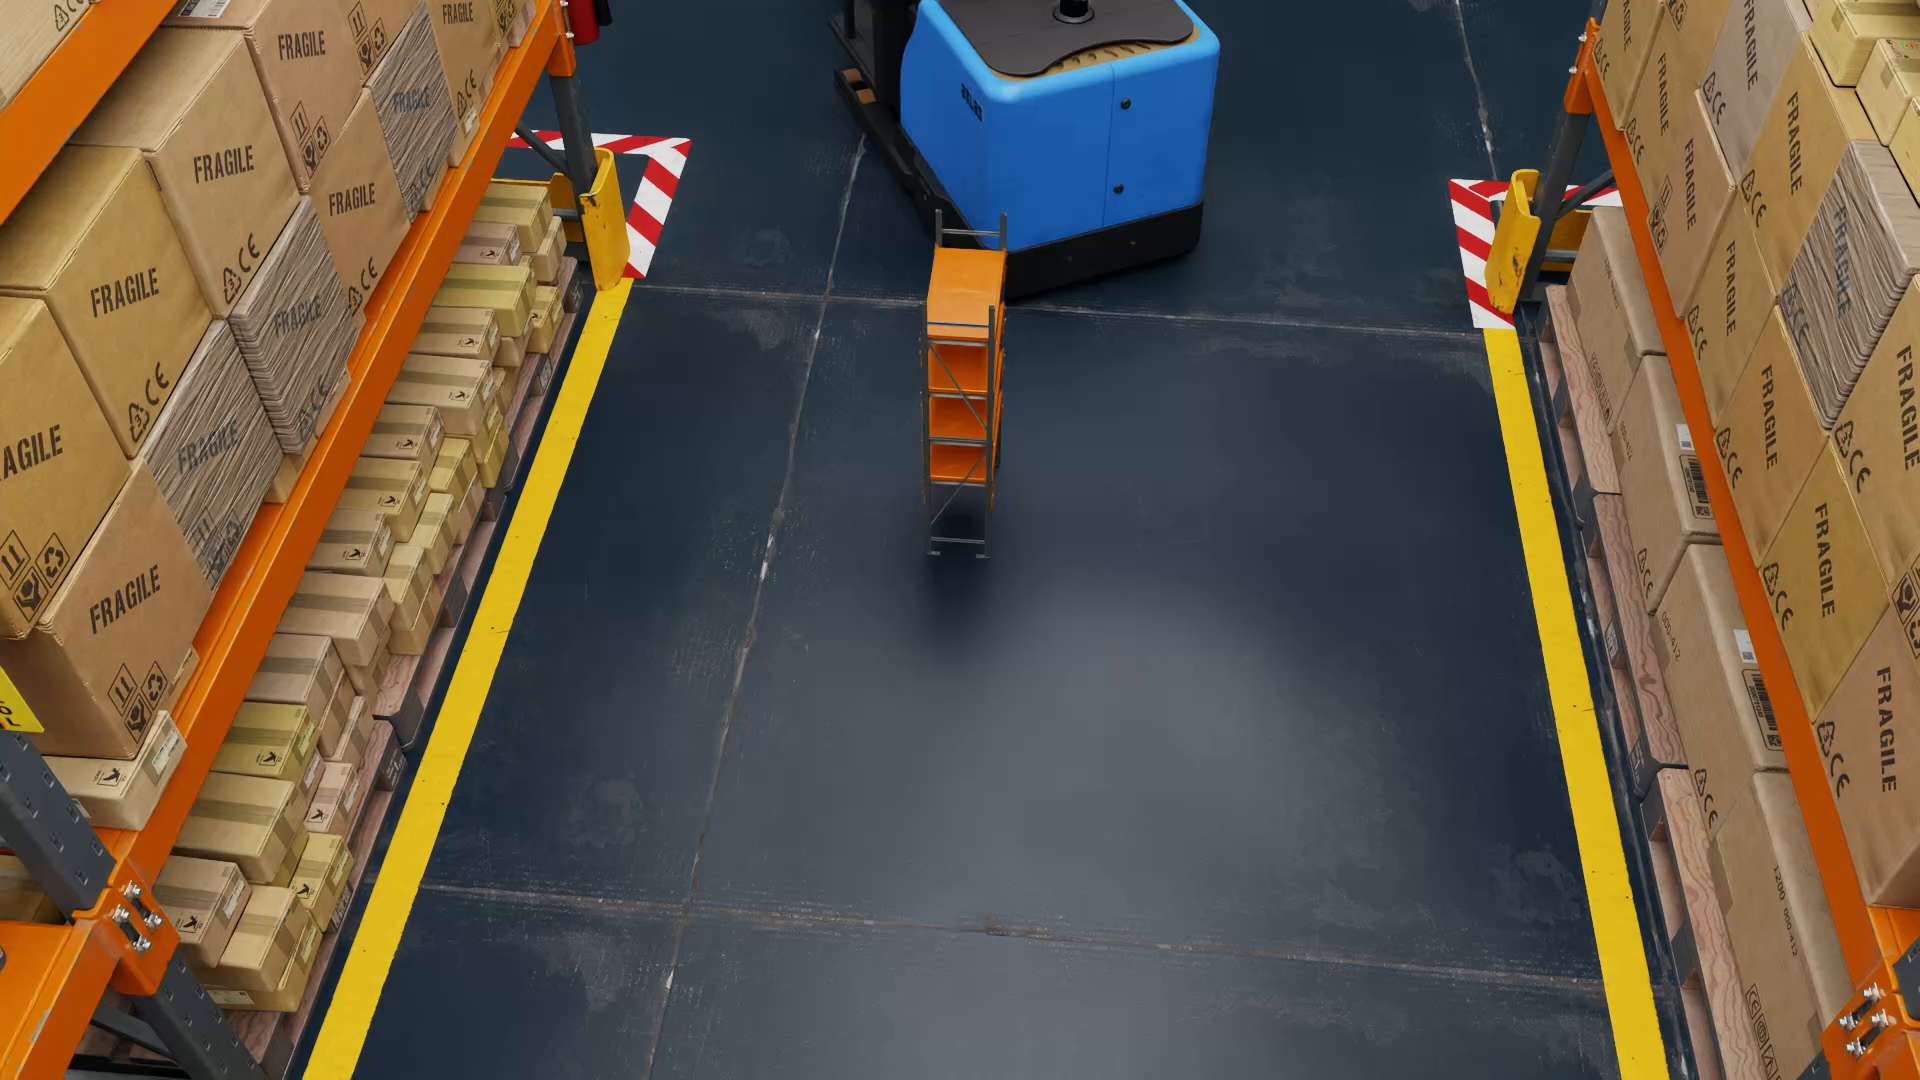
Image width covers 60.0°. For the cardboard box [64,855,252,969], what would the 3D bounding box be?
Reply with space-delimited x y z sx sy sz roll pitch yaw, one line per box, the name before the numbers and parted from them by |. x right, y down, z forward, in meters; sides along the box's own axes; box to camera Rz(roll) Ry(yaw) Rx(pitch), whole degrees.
cardboard box | -2.185 1.004 4.543 0.380 0.149 0.250 6 48 5

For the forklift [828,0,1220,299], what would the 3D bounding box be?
forklift | 0.032 -3.123 7.120 1.130 2.935 3.031 -17 50 -15

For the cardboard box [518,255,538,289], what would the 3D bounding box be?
cardboard box | -1.899 -1.000 6.577 0.380 0.149 0.250 3 48 3

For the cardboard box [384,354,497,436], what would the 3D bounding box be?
cardboard box | -1.886 -0.523 5.940 0.380 0.149 0.250 5 48 5

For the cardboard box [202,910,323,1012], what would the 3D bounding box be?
cardboard box | -2.069 1.199 4.768 0.380 0.149 0.250 2 48 2

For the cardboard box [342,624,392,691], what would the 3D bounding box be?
cardboard box | -2.075 0.327 5.364 0.380 0.149 0.250 6 48 5

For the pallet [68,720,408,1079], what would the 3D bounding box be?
pallet | -2.396 1.069 5.129 1.003 0.211 1.213 4 48 4

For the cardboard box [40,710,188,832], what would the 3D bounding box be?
cardboard box | -2.071 0.523 3.909 0.380 0.149 0.250 5 48 5

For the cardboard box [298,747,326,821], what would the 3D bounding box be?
cardboard box | -2.150 0.726 4.999 0.380 0.149 0.250 4 48 3

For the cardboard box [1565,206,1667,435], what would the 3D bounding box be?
cardboard box | 2.920 -0.842 6.439 0.875 0.438 0.875 2 48 2

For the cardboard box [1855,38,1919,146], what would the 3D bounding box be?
cardboard box | 2.414 -1.072 4.013 0.380 0.149 0.250 4 48 4

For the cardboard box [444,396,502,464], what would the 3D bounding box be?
cardboard box | -1.901 -0.425 6.052 0.380 0.149 0.250 5 48 4

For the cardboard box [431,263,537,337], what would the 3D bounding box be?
cardboard box | -1.831 -0.910 6.294 0.380 0.149 0.250 3 48 3

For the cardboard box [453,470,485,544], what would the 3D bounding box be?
cardboard box | -1.946 -0.136 5.989 0.380 0.149 0.250 5 48 4

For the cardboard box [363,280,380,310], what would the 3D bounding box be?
cardboard box | -2.019 -0.835 5.151 0.380 0.149 0.250 5 48 4

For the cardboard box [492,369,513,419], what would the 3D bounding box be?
cardboard box | -1.940 -0.528 6.347 0.380 0.149 0.250 4 48 4

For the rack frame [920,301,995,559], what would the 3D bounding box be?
rack frame | -0.007 -0.347 5.755 0.240 1.200 0.015 4 48 4

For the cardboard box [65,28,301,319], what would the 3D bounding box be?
cardboard box | -2.030 -0.913 4.105 0.500 0.500 0.500 5 48 4

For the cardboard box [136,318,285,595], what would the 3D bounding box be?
cardboard box | -2.088 -0.221 4.150 0.500 0.500 0.500 4 48 4

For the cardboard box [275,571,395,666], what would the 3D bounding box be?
cardboard box | -2.021 0.242 5.240 0.380 0.149 0.250 5 48 4

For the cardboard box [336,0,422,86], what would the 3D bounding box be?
cardboard box | -1.936 -1.679 4.806 0.500 0.500 0.500 6 48 5

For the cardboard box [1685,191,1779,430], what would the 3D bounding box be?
cardboard box | 2.440 -0.642 4.736 0.500 0.500 0.500 5 48 5

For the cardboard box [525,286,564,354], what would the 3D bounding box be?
cardboard box | -1.821 -0.898 6.686 0.380 0.149 0.250 5 48 5

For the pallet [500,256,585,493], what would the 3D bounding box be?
pallet | -2.174 -0.724 6.769 1.003 0.211 1.213 4 48 4

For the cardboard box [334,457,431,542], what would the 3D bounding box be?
cardboard box | -2.017 -0.142 5.591 0.380 0.149 0.250 4 48 4

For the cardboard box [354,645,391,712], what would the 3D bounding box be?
cardboard box | -2.111 0.427 5.474 0.380 0.149 0.250 2 48 2

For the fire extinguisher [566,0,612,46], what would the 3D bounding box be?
fire extinguisher | -1.575 -2.317 6.642 0.296 0.674 0.183 4 48 4

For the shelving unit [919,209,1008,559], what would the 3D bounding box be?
shelving unit | 0.015 -0.527 5.918 0.258 1.200 0.503 4 48 4

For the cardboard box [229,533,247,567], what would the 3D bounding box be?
cardboard box | -2.118 -0.071 4.452 0.380 0.149 0.250 2 48 2

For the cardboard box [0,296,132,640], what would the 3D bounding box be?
cardboard box | -2.138 -0.163 3.419 0.500 0.500 0.500 5 48 4

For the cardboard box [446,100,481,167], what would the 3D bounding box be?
cardboard box | -1.874 -1.417 5.684 0.380 0.149 0.250 5 48 5

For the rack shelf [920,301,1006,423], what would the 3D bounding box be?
rack shelf | 0.015 -0.632 5.803 0.258 0.148 0.480 4 48 4

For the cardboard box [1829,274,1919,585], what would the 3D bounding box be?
cardboard box | 2.339 -0.226 3.679 0.500 0.500 0.500 3 48 3

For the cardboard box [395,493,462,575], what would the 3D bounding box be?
cardboard box | -1.941 -0.033 5.694 0.380 0.149 0.250 4 48 4

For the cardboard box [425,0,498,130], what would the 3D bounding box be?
cardboard box | -1.894 -1.724 5.524 0.500 0.500 0.500 3 48 3

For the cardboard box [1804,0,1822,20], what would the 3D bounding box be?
cardboard box | 2.440 -1.452 4.360 0.380 0.149 0.250 4 48 4

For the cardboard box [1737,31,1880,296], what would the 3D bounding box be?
cardboard box | 2.430 -0.969 4.358 0.500 0.500 0.500 4 48 4

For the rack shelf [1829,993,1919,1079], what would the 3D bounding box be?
rack shelf | 2.334 2.595 2.331 1.077 0.370 4.000 4 48 4

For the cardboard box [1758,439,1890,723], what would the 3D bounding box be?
cardboard box | 2.346 0.113 4.047 0.500 0.500 0.500 3 48 3

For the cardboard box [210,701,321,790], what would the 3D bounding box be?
cardboard box | -2.126 0.617 4.897 0.380 0.149 0.250 3 48 3

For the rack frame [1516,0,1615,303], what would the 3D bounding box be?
rack frame | 2.881 -2.057 6.098 1.000 3.000 0.127 4 48 4

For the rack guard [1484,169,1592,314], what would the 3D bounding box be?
rack guard | 2.883 -1.231 7.037 1.175 0.500 0.348 4 48 4

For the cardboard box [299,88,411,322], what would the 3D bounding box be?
cardboard box | -1.987 -0.985 4.849 0.500 0.500 0.500 6 48 5

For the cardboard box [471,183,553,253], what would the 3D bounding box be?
cardboard box | -1.854 -1.290 6.641 0.380 0.149 0.250 4 48 4

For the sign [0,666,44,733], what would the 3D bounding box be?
sign | -1.869 0.268 3.187 0.100 0.325 0.005 4 48 4

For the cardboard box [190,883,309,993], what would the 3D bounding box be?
cardboard box | -2.070 1.099 4.658 0.380 0.149 0.250 6 48 5

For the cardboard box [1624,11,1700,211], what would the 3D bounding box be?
cardboard box | 2.533 -1.383 5.415 0.500 0.500 0.500 3 48 3

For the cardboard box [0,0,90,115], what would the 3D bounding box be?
cardboard box | -2.081 -1.029 3.227 0.500 0.250 0.500 3 48 3

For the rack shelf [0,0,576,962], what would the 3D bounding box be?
rack shelf | -2.240 -0.603 5.256 1.077 0.370 4.000 4 48 4

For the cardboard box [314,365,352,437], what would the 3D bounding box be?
cardboard box | -1.999 -0.448 4.797 0.380 0.149 0.250 6 48 5

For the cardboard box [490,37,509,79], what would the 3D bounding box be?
cardboard box | -1.866 -1.792 6.026 0.380 0.149 0.250 4 48 3

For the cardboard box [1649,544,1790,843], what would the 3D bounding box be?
cardboard box | 2.762 0.494 5.217 0.875 0.438 0.875 3 48 2

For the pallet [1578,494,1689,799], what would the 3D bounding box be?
pallet | 2.772 0.371 5.767 1.003 0.211 1.213 4 48 4

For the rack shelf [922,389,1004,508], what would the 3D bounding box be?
rack shelf | 0.015 -0.347 6.115 0.258 0.148 0.480 4 48 4

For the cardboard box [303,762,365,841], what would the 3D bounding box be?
cardboard box | -2.074 0.817 5.118 0.380 0.149 0.250 4 48 3

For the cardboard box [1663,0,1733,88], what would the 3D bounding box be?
cardboard box | 2.513 -1.714 5.040 0.500 0.500 0.500 3 48 2
